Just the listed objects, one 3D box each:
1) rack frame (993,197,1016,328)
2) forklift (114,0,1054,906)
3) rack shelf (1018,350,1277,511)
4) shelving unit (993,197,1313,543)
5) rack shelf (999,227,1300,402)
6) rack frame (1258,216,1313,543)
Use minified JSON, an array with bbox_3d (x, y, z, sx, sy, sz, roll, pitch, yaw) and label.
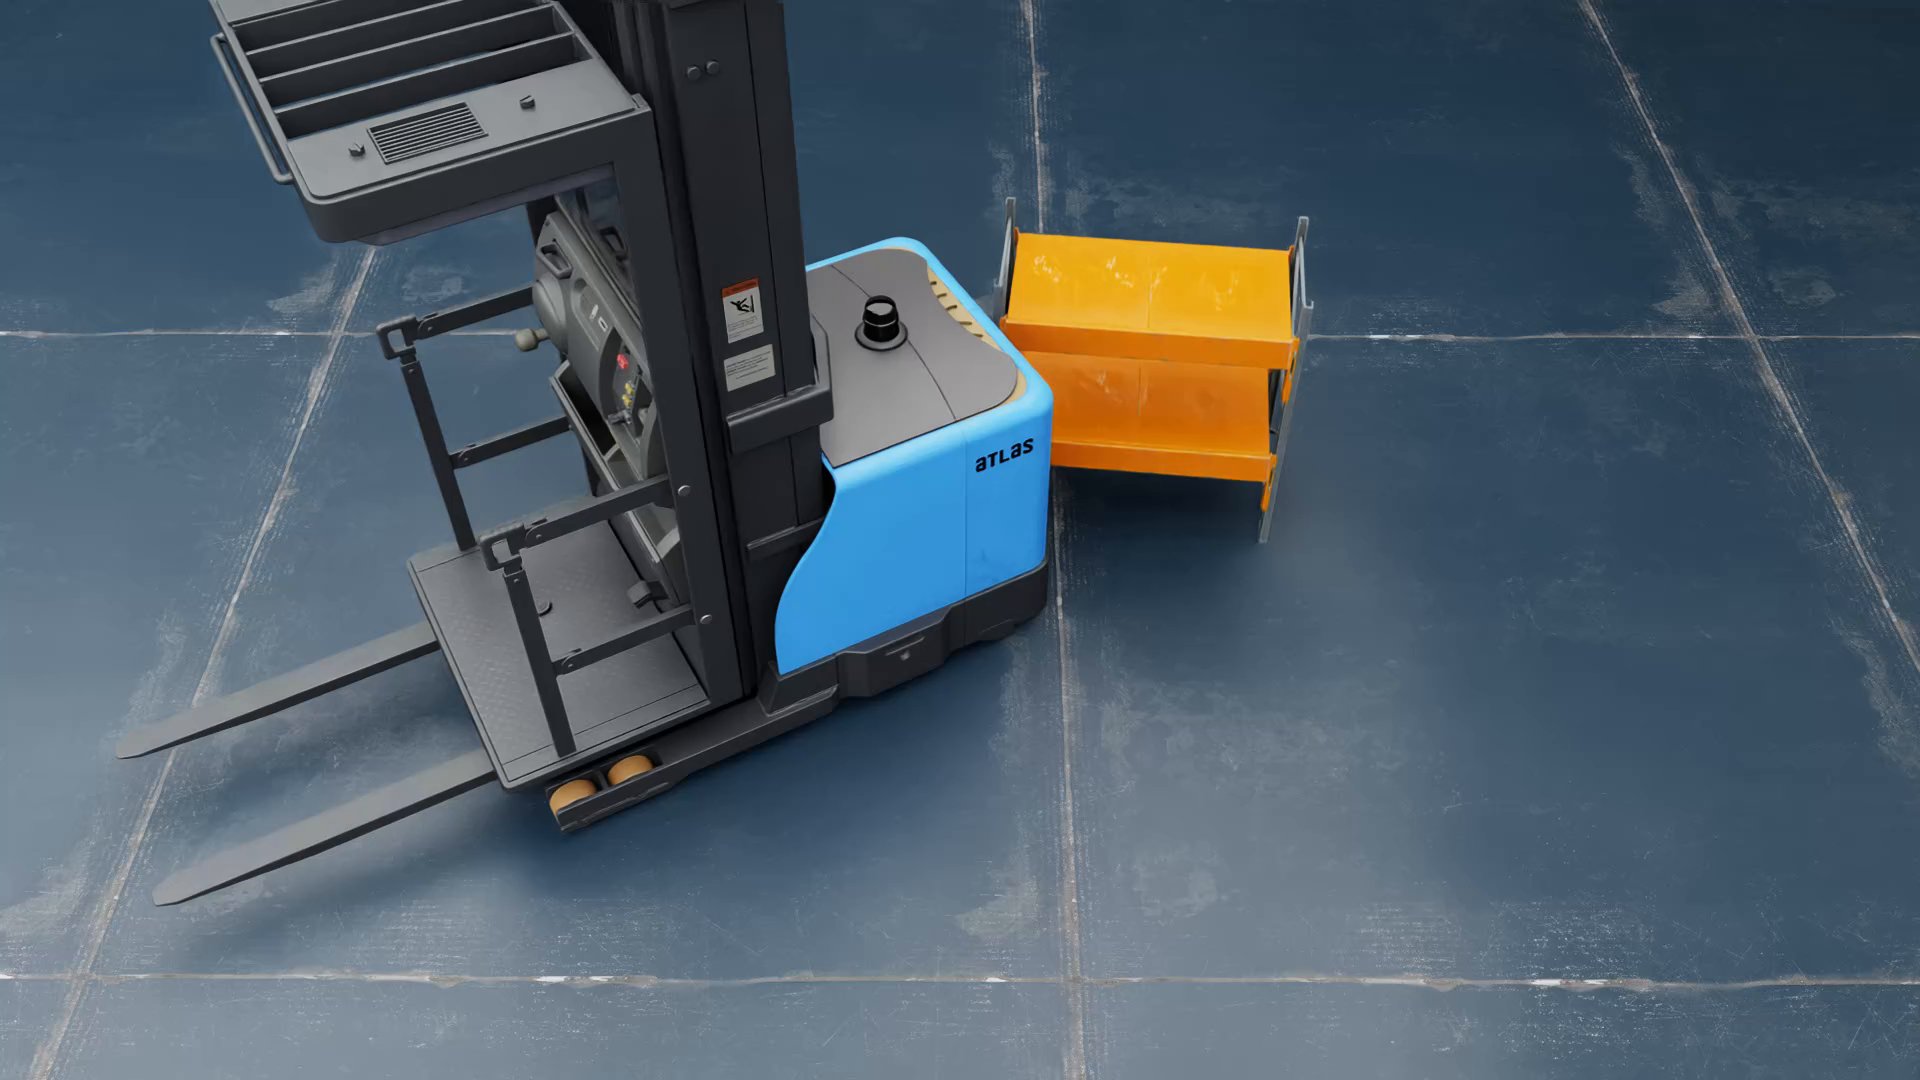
[{"bbox_3d":[0.153,-0.637,6.074,0.032,1.125,0.500,5,47,4],"label":"rack frame"},{"bbox_3d":[-1.229,-0.511,4.724,3.031,2.935,1.130,-22,51,-19],"label":"forklift"},{"bbox_3d":[0.658,-0.429,6.215,1.000,0.278,0.538,5,47,4],"label":"rack shelf"},{"bbox_3d":[0.658,-0.596,6.036,1.048,1.125,0.538,5,47,4],"label":"shelving unit"},{"bbox_3d":[0.658,-0.795,5.822,1.000,0.278,0.538,5,47,4],"label":"rack shelf"},{"bbox_3d":[1.163,-0.555,5.998,0.032,1.125,0.500,5,47,4],"label":"rack frame"}]
